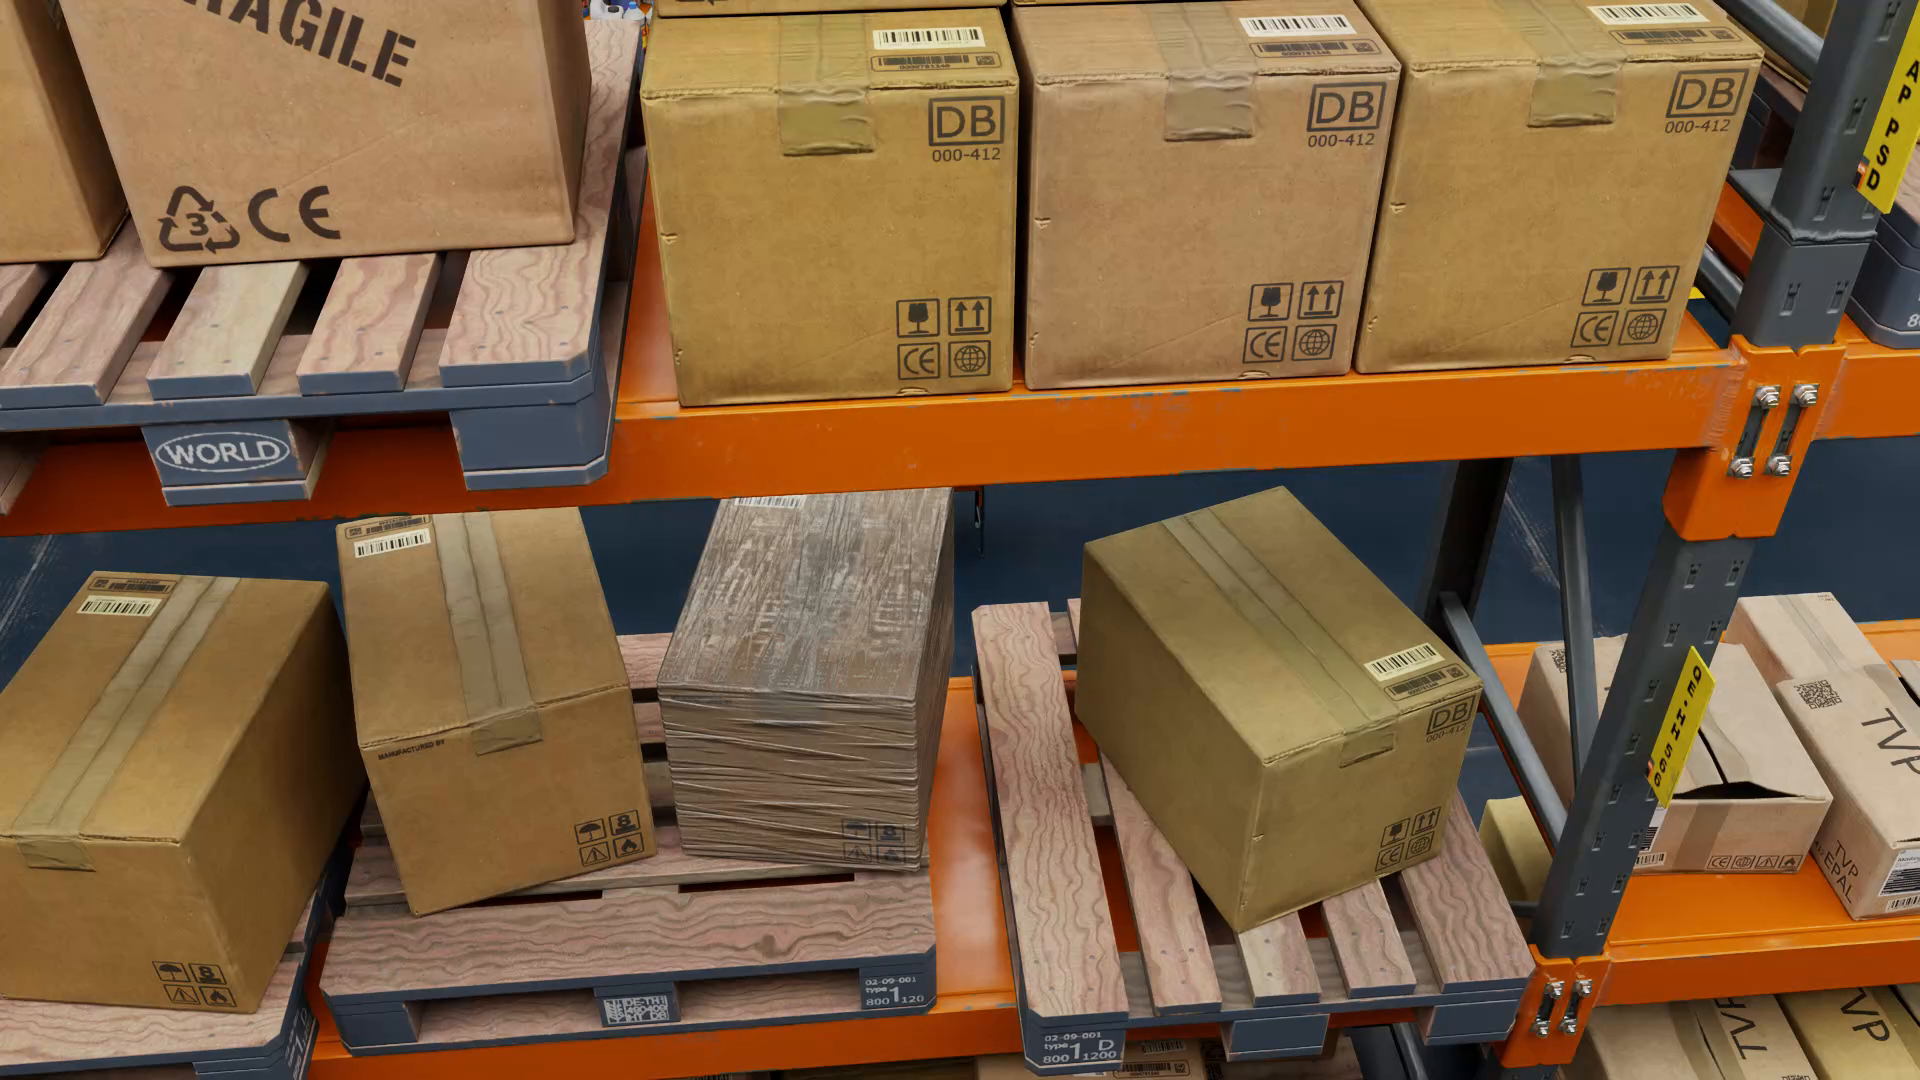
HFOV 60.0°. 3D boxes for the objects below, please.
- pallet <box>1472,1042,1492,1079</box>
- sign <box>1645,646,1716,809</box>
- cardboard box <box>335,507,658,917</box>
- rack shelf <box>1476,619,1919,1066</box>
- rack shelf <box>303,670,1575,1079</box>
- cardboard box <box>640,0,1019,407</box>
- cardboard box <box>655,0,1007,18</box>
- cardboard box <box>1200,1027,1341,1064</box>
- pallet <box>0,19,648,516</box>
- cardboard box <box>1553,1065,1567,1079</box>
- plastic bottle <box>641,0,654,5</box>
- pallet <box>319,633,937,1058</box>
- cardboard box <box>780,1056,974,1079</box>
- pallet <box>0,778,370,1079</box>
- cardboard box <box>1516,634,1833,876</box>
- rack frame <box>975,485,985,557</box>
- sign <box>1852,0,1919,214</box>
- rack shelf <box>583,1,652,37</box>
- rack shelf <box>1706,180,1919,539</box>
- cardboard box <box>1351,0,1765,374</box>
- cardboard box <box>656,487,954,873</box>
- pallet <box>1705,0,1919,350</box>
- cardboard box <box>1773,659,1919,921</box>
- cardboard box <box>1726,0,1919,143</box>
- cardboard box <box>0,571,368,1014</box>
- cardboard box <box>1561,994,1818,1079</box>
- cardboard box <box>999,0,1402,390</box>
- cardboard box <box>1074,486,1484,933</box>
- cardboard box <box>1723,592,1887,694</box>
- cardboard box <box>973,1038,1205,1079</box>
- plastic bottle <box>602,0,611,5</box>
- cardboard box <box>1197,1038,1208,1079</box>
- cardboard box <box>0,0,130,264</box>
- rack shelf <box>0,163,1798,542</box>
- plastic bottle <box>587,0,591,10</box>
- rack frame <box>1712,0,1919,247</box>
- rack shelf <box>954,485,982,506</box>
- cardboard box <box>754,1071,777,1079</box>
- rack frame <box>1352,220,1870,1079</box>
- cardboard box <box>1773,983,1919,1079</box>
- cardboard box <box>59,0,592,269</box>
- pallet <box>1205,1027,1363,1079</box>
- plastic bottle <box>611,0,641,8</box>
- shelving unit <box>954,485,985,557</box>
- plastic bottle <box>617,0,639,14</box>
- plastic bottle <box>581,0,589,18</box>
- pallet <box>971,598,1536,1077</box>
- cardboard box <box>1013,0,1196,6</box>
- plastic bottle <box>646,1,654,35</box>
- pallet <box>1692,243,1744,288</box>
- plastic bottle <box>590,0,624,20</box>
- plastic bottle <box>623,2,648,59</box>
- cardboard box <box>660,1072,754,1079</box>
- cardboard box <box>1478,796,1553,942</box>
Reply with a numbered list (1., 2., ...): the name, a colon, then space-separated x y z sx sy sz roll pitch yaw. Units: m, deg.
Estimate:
1. pallet: 2.071 1.506 4.671 1.213 0.211 1.003 -3 38 -4
2. sign: 1.305 0.343 3.023 0.005 0.325 0.100 -3 38 -4
3. cardboard box: -0.982 0.312 3.513 0.500 0.500 0.700 -13 40 -15
4. rack shelf: 3.240 0.605 4.143 4.000 0.370 1.077 -3 38 -4
5. rack shelf: -0.744 0.824 3.864 4.000 0.370 1.077 -3 38 -4
6. cardboard box: -0.210 -0.683 2.692 0.500 0.500 0.910 -3 38 -4
7. cardboard box: -0.203 -1.101 2.415 0.500 0.500 0.500 -3 38 -4
8. cardboard box: 0.769 1.089 4.611 0.500 0.500 0.500 -2 38 -2
9. pallet: -1.048 -0.503 2.697 1.003 0.211 1.213 -3 38 -4
10. cardboard box: 1.796 1.499 4.309 0.500 0.250 0.500 -3 38 -4
11. plastic bottle: -1.463 -2.639 7.833 0.097 0.201 0.097 0 38 0
12. pallet: -0.689 0.617 3.701 1.213 0.211 1.003 -3 38 -4
13. cardboard box: -0.178 1.465 4.134 0.500 0.500 0.500 -4 38 -6
14. pallet: -1.931 0.750 3.532 1.213 0.211 1.003 -3 38 -4
15. cardboard box: 1.614 0.474 3.799 0.500 0.311 0.500 -1 38 -1
16. rack frame: 0.078 -0.475 6.384 0.015 1.200 0.240 -3 38 -4
17. sign: 1.294 -0.613 2.267 0.005 0.325 0.100 -3 38 -4
18. rack shelf: -1.179 -2.232 7.738 4.000 0.370 1.077 -3 38 -4
19. rack shelf: 3.240 -0.573 3.213 4.000 0.370 1.077 -3 38 -4
20. cardboard box: 0.816 -0.740 2.764 0.500 0.500 0.910 -3 38 -4
21. cardboard box: -0.297 0.264 3.573 0.500 0.500 0.700 4 38 5
22. pallet: 1.916 -0.764 3.027 1.003 0.211 1.213 -1 38 -2
23. cardboard box: 2.156 0.538 3.719 0.500 0.311 0.500 -4 38 -5
24. cardboard box: 1.695 -0.911 2.844 0.500 0.250 0.500 -6 39 -7
25. cardboard box: -1.565 0.483 3.297 0.500 0.500 0.700 3 38 3
26. cardboard box: 1.796 1.279 4.135 0.500 0.311 0.500 -2 38 -2
27. cardboard box: 0.308 -0.712 2.728 0.500 0.500 0.910 -3 38 -4
28. cardboard box: 0.631 0.332 3.488 0.500 0.500 0.700 -16 41 -19
29. cardboard box: 2.119 0.311 4.137 0.250 0.149 0.380 -3 38 -4
30. cardboard box: 0.281 1.148 3.931 0.500 0.250 0.500 -2 38 -2
31. plastic bottle: -1.694 -2.626 7.817 0.097 0.201 0.097 0 38 0
32. cardboard box: 0.337 1.437 4.170 0.500 0.500 0.500 -2 38 -2
33. cardboard box: -1.564 -0.802 2.423 0.600 0.600 0.600 -4 38 -4
34. rack shelf: -0.744 -0.353 2.935 4.000 0.370 1.077 -3 38 -4
35. plastic bottle: -1.807 -2.632 7.765 0.135 0.276 0.152 -3 38 -4
36. rack frame: 1.248 -1.923 1.922 0.127 3.000 1.000 -3 38 -4
37. rack shelf: -0.165 -0.253 6.531 0.480 0.148 0.258 -3 38 -4
38. cardboard box: -0.701 1.498 4.093 0.500 0.500 0.500 -5 38 -6
39. rack frame: 1.248 0.432 3.781 0.127 3.000 1.000 -3 38 -4
40. cardboard box: 2.318 1.245 4.179 0.500 0.311 0.500 -4 38 -5
41. cardboard box: -0.900 -0.826 2.454 0.600 0.600 0.600 -5 39 -6
42. pallet: 0.501 1.545 4.622 1.213 0.211 1.003 -3 38 -4
43. plastic bottle: -1.576 -2.645 7.781 0.135 0.276 0.152 -3 38 -4
44. shelving unit: -0.165 -0.462 6.367 0.503 1.200 0.258 -3 38 -4
45. plastic bottle: -1.547 -2.567 7.686 0.097 0.271 0.097 0 38 0
46. plastic bottle: -1.778 -2.554 7.670 0.097 0.271 0.097 0 38 0
47. pallet: 0.579 0.588 3.738 1.003 0.211 1.213 -3 38 -4
48. cardboard box: 0.305 -1.129 2.450 0.500 0.500 0.500 -3 38 -4
49. plastic bottle: -1.308 -2.203 7.224 0.097 0.271 0.097 0 38 0
50. pallet: 4.018 -1.682 8.711 1.213 0.211 1.003 -3 38 -4
51. plastic bottle: -1.523 -2.210 7.229 0.135 0.276 0.152 -3 38 -4
52. plastic bottle: -1.405 -2.198 7.217 0.097 0.271 0.097 0 38 0
53. cardboard box: -0.737 1.207 3.856 0.500 0.250 0.500 -4 38 -5
54. cardboard box: 1.748 0.946 4.558 0.500 0.311 0.500 -2 38 -3
